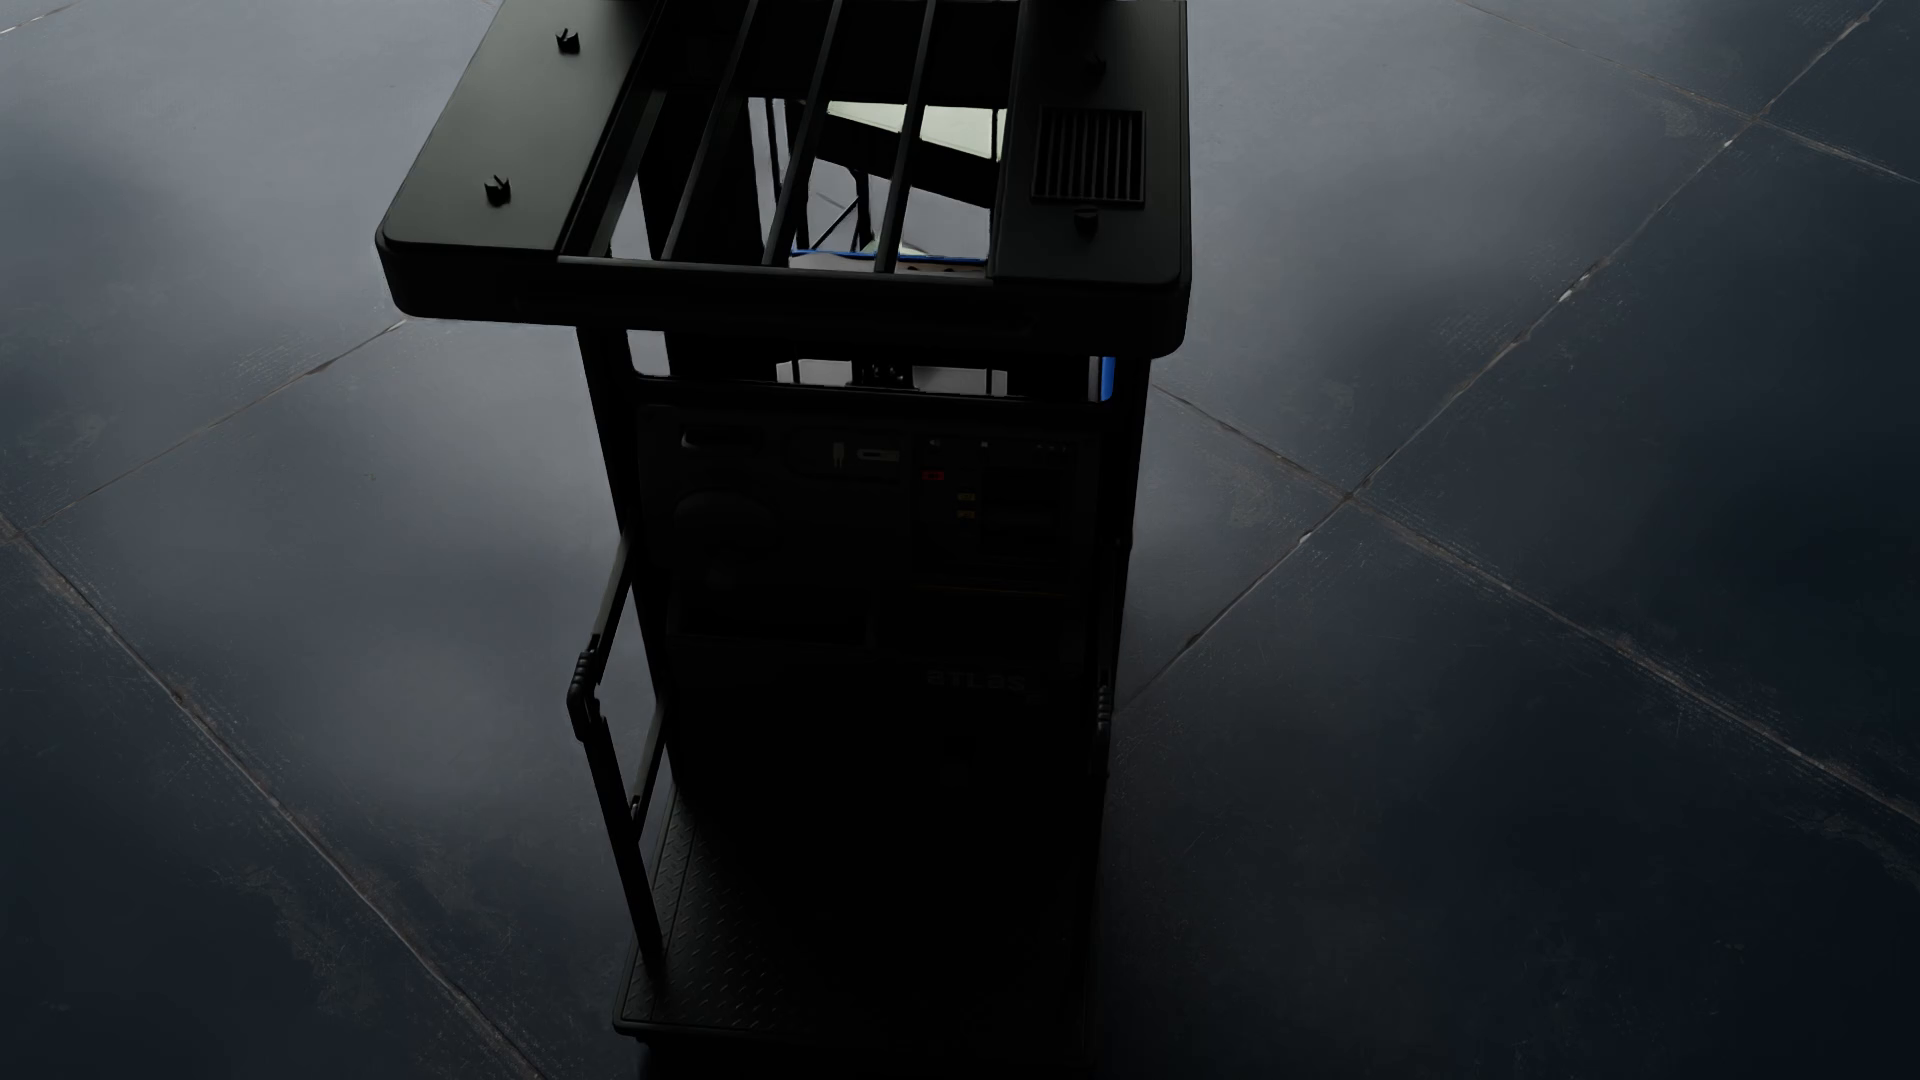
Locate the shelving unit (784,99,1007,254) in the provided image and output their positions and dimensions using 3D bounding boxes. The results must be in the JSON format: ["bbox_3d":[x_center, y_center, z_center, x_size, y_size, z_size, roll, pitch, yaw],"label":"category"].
[{"bbox_3d":[-0.061,-0.853,5.022,0.755,1.500,0.431,20,50,18],"label":"shelving unit"}]

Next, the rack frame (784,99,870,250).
[{"bbox_3d":[-0.389,-0.973,5.134,0.023,1.500,0.400,20,50,18],"label":"rack frame"}]

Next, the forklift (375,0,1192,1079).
[{"bbox_3d":[-0.204,0.024,3.217,1.130,2.935,3.031,4,47,3],"label":"forklift"}]

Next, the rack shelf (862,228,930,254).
[{"bbox_3d":[-0.061,-0.630,5.260,0.720,0.370,0.431,20,50,18],"label":"rack shelf"}]

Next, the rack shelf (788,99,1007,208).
[{"bbox_3d":[-0.061,-1.120,4.737,0.720,0.370,0.431,20,50,18],"label":"rack shelf"}]
